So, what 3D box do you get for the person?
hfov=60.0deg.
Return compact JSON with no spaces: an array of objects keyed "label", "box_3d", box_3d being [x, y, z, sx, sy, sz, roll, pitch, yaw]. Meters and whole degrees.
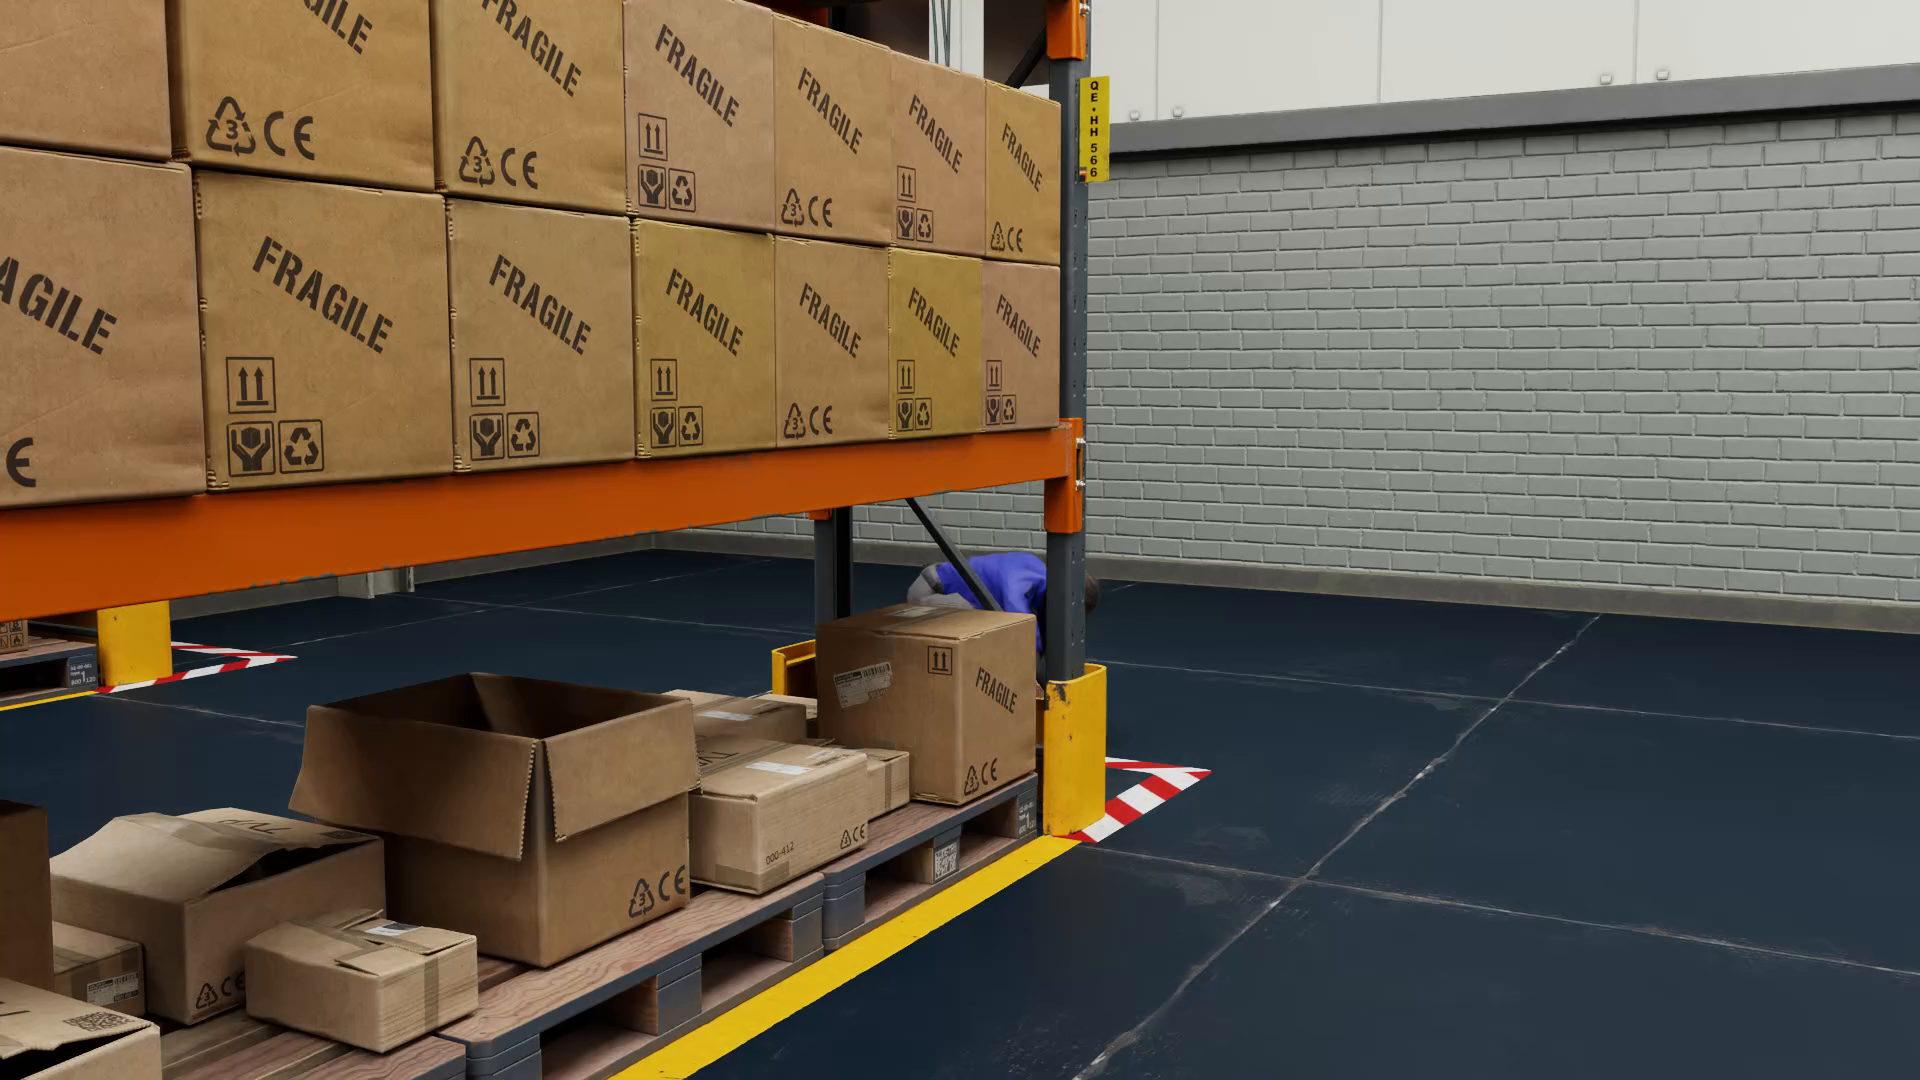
[{"label":"person","box_3d":[0.186,0.423,6.883,0.876,0.747,0.496,4,7,33]}]
